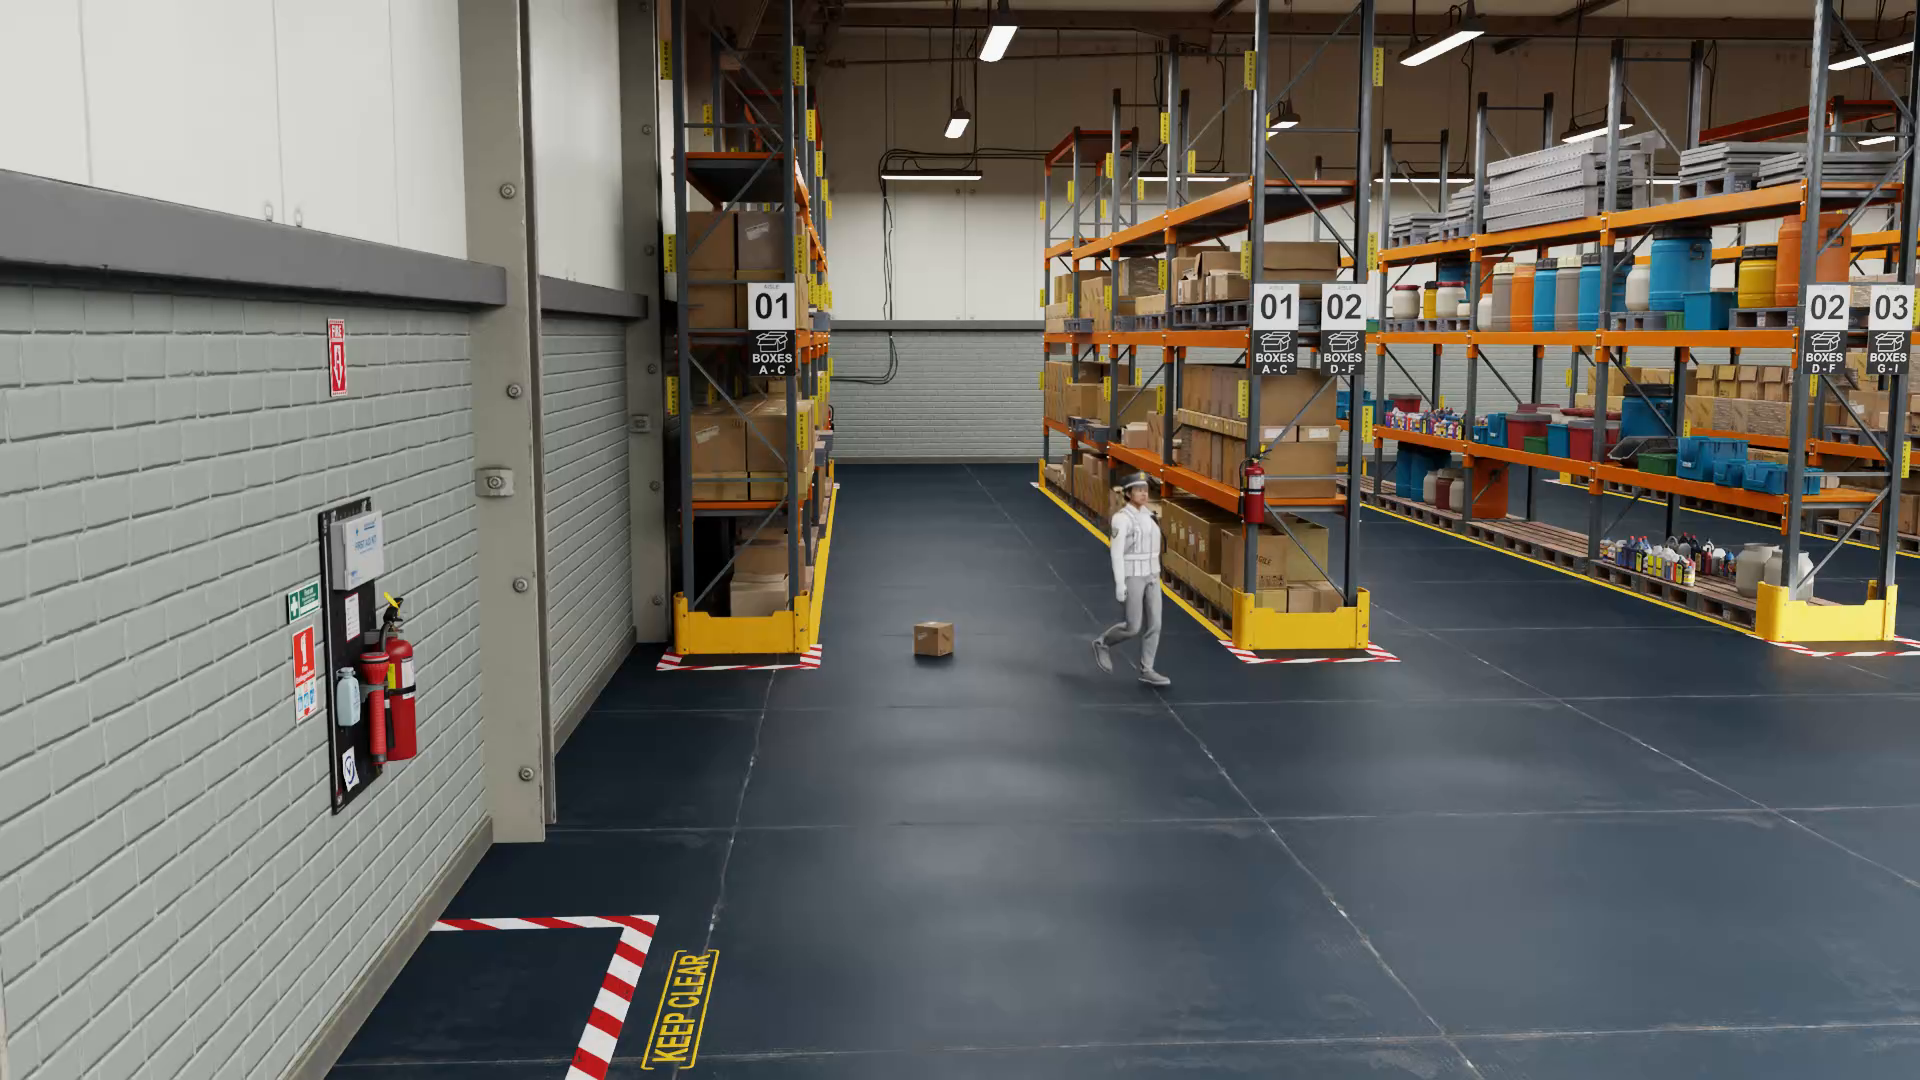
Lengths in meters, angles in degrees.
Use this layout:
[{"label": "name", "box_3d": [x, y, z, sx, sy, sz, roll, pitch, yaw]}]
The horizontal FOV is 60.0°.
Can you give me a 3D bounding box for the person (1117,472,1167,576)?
[{"label": "person", "box_3d": [1.404, -0.138, 13.078, 0.381, 0.808, 0.358, -6, 9, -41]}]
